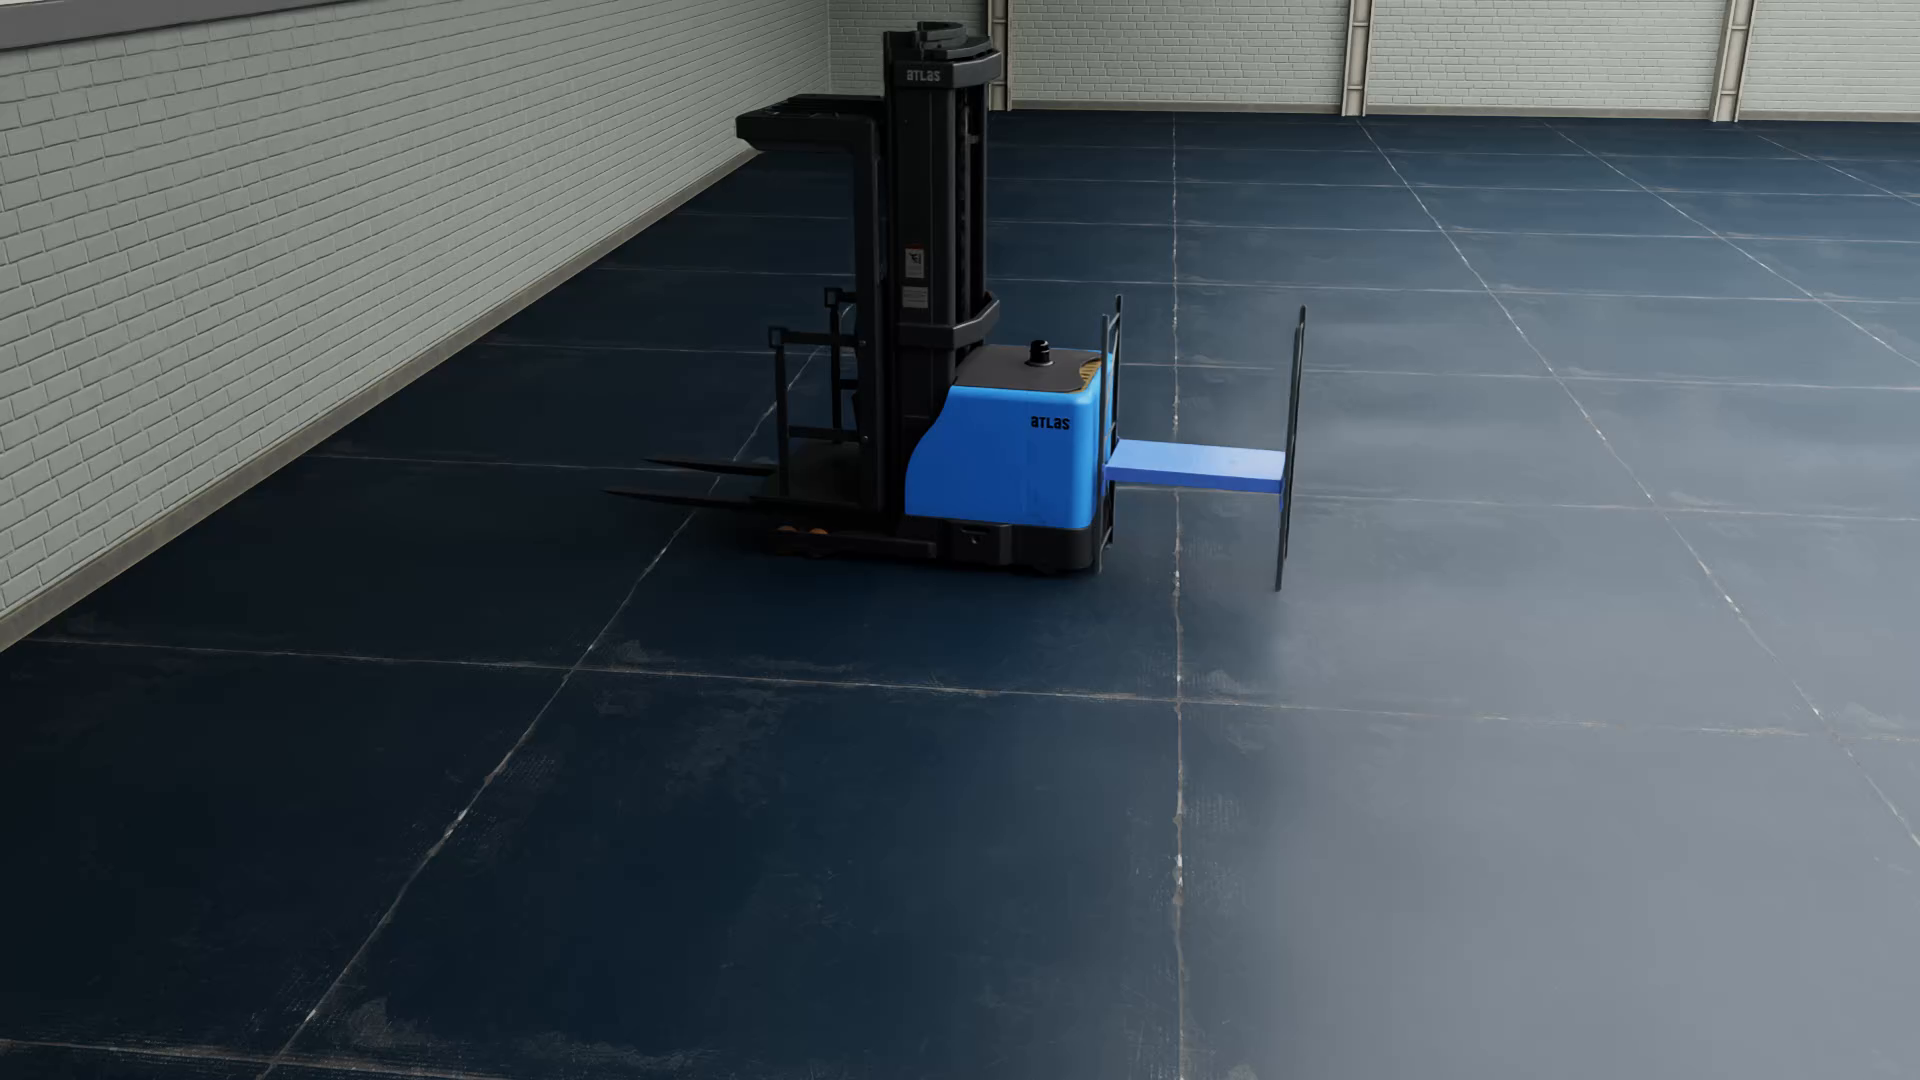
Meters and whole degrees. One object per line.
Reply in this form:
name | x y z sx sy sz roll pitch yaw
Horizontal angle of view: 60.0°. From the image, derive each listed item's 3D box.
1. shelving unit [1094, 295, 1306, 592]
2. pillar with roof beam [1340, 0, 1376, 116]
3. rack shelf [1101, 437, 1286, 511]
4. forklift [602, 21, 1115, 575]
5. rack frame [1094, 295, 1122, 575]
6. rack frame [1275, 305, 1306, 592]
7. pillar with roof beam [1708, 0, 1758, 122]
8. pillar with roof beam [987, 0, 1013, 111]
shelving unit | 1.331 -0.547 9.283 1.048 1.500 0.538 5 22 13
pillar with roof beam | 6.135 -9.809 22.511 0.400 9.000 9.100 2 22 6
rack shelf | 1.331 -0.379 9.349 1.000 0.185 0.538 5 22 13
forklift | -0.630 -1.442 9.601 3.031 2.935 1.130 5 22 13
rack frame | 0.837 -0.592 9.397 0.032 1.500 0.500 5 22 13
rack frame | 1.824 -0.502 9.169 0.032 1.500 0.500 5 22 13
pillar with roof beam | 12.093 -9.549 21.854 0.400 9.000 9.100 2 22 6
pillar with roof beam | 0.177 -10.068 23.168 0.400 9.000 9.100 2 22 6
